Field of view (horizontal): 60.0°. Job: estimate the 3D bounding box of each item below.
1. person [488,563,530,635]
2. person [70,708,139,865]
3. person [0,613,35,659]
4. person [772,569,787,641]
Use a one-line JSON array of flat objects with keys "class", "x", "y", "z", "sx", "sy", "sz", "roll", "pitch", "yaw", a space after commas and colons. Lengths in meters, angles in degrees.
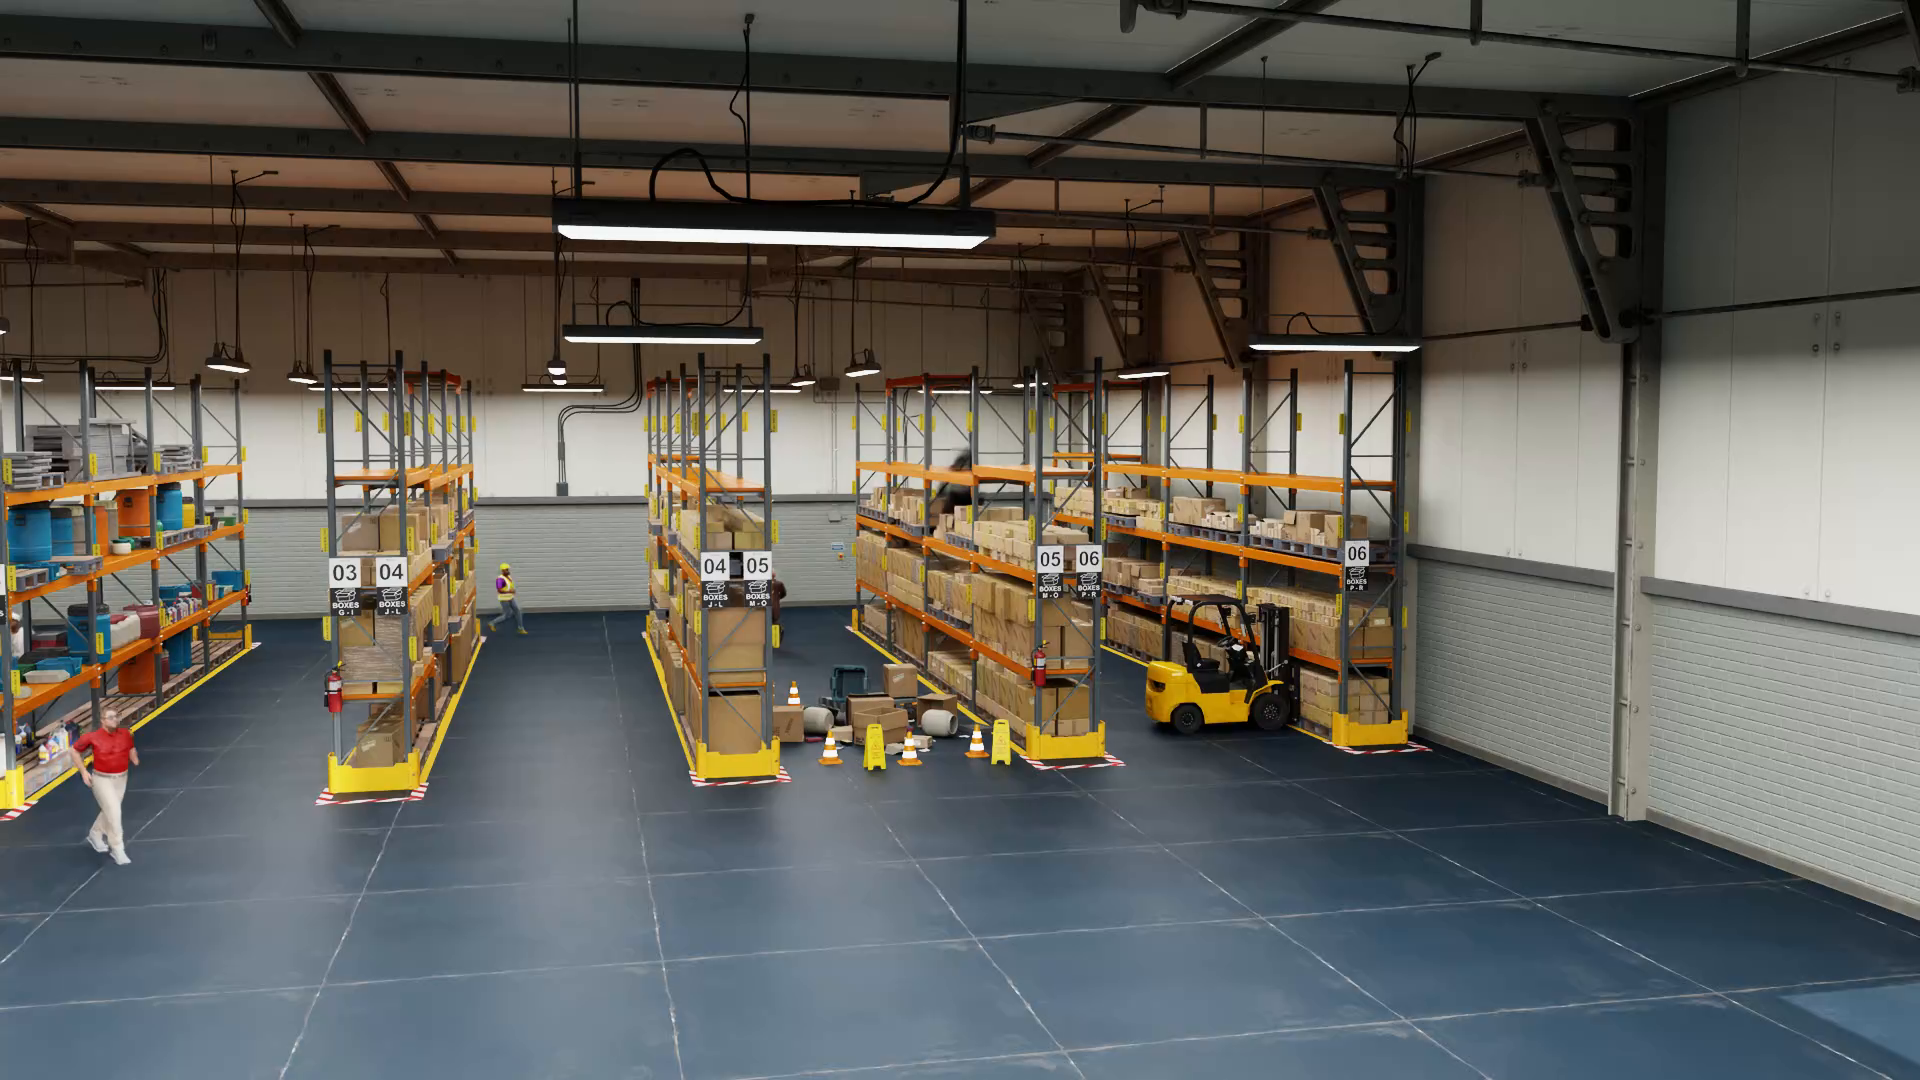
[{"class": "person", "x": -10.739, "y": 1.411, "z": 39.351, "sx": 0.909, "sy": 1.732, "sz": 0.742, "roll": 0, "pitch": 4, "yaw": 7}, {"class": "person", "x": -9.795, "y": 2.815, "z": 19.157, "sx": 0.837, "sy": 1.775, "sz": 0.651, "roll": 2, "pitch": 4, "yaw": 24}, {"class": "person", "x": -16.346, "y": 2.134, "z": 28.878, "sx": 0.702, "sy": 1.744, "sz": 0.670, "roll": 0, "pitch": 4, "yaw": -3}, {"class": "person", "x": -4.242, "y": 1.550, "z": 37.425, "sx": 0.709, "sy": 1.710, "sz": 0.869, "roll": -2, "pitch": 5, "yaw": -31}]
